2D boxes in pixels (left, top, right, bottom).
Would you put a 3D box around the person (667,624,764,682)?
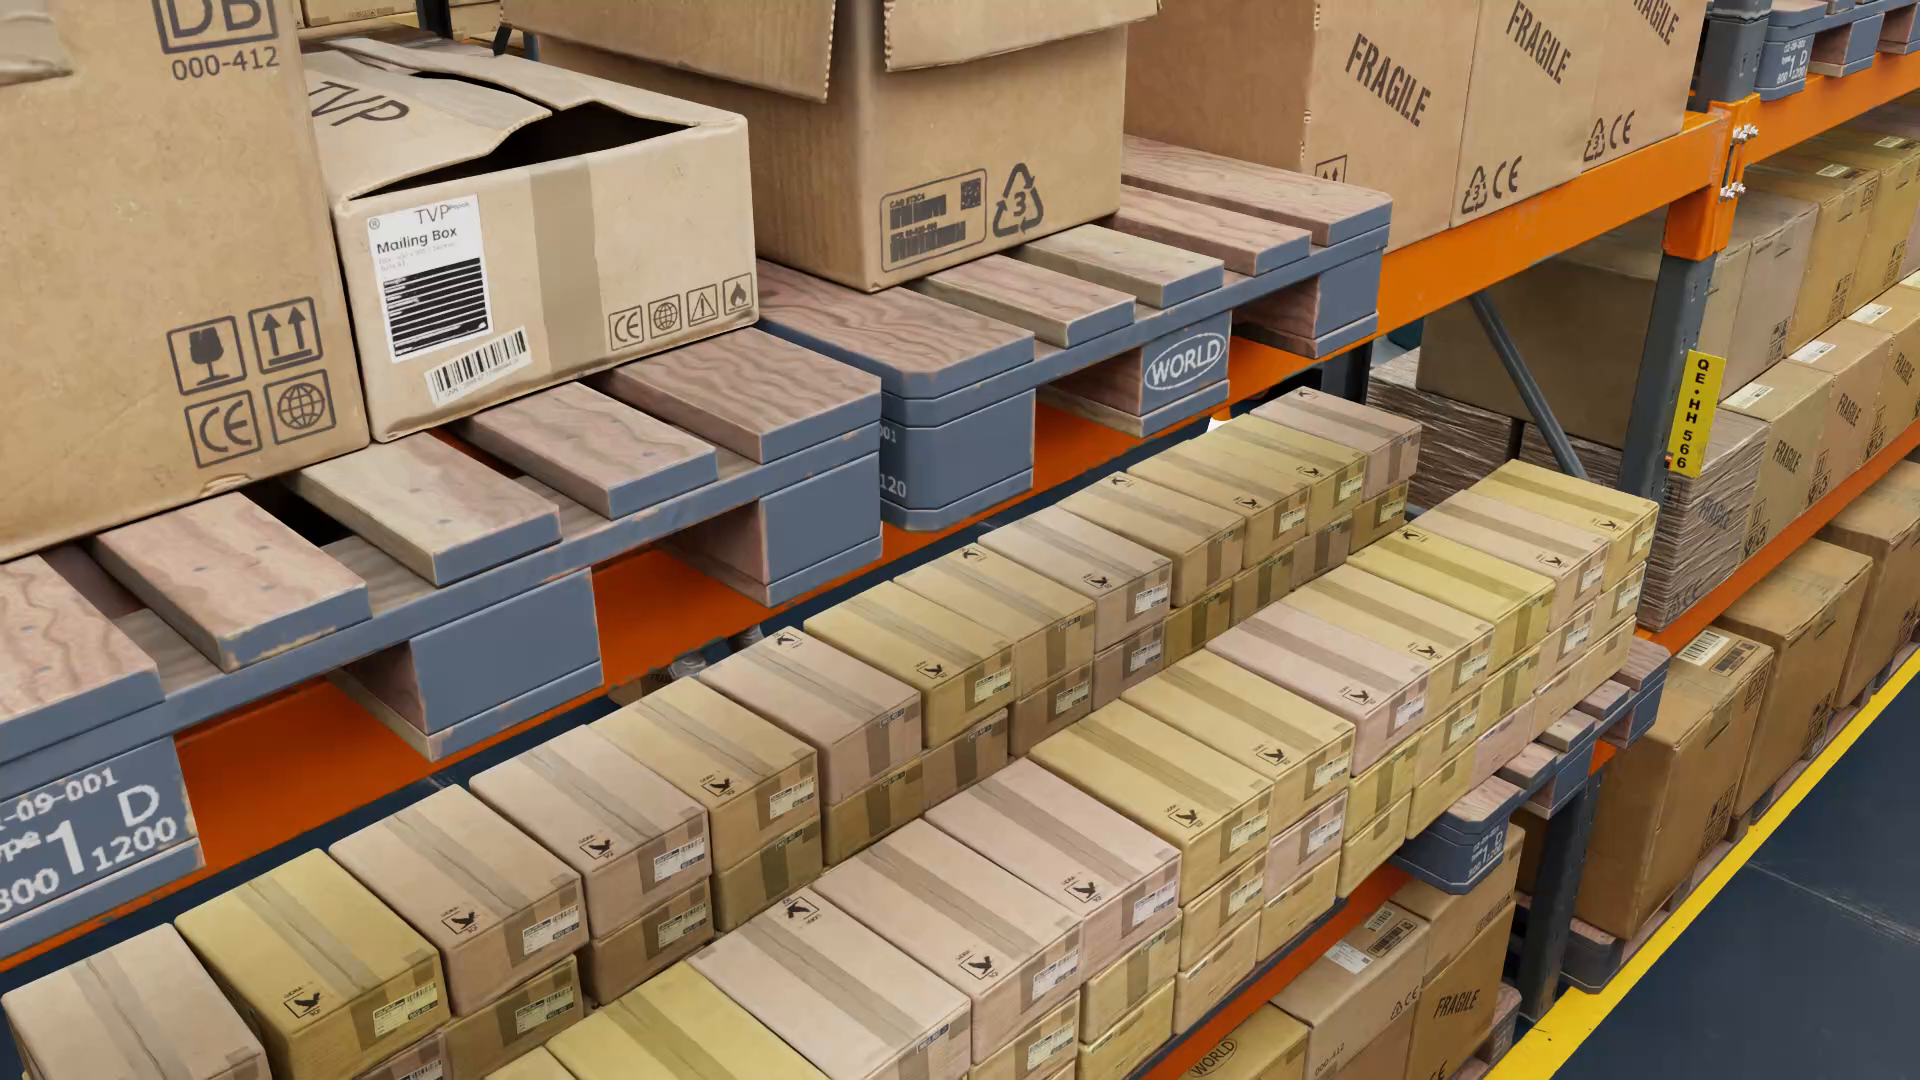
[{"bbox_3d":[-0.930,0.043,6.050,0.584,1.732,0.422,-24,36,-38],"label":"person"}]
